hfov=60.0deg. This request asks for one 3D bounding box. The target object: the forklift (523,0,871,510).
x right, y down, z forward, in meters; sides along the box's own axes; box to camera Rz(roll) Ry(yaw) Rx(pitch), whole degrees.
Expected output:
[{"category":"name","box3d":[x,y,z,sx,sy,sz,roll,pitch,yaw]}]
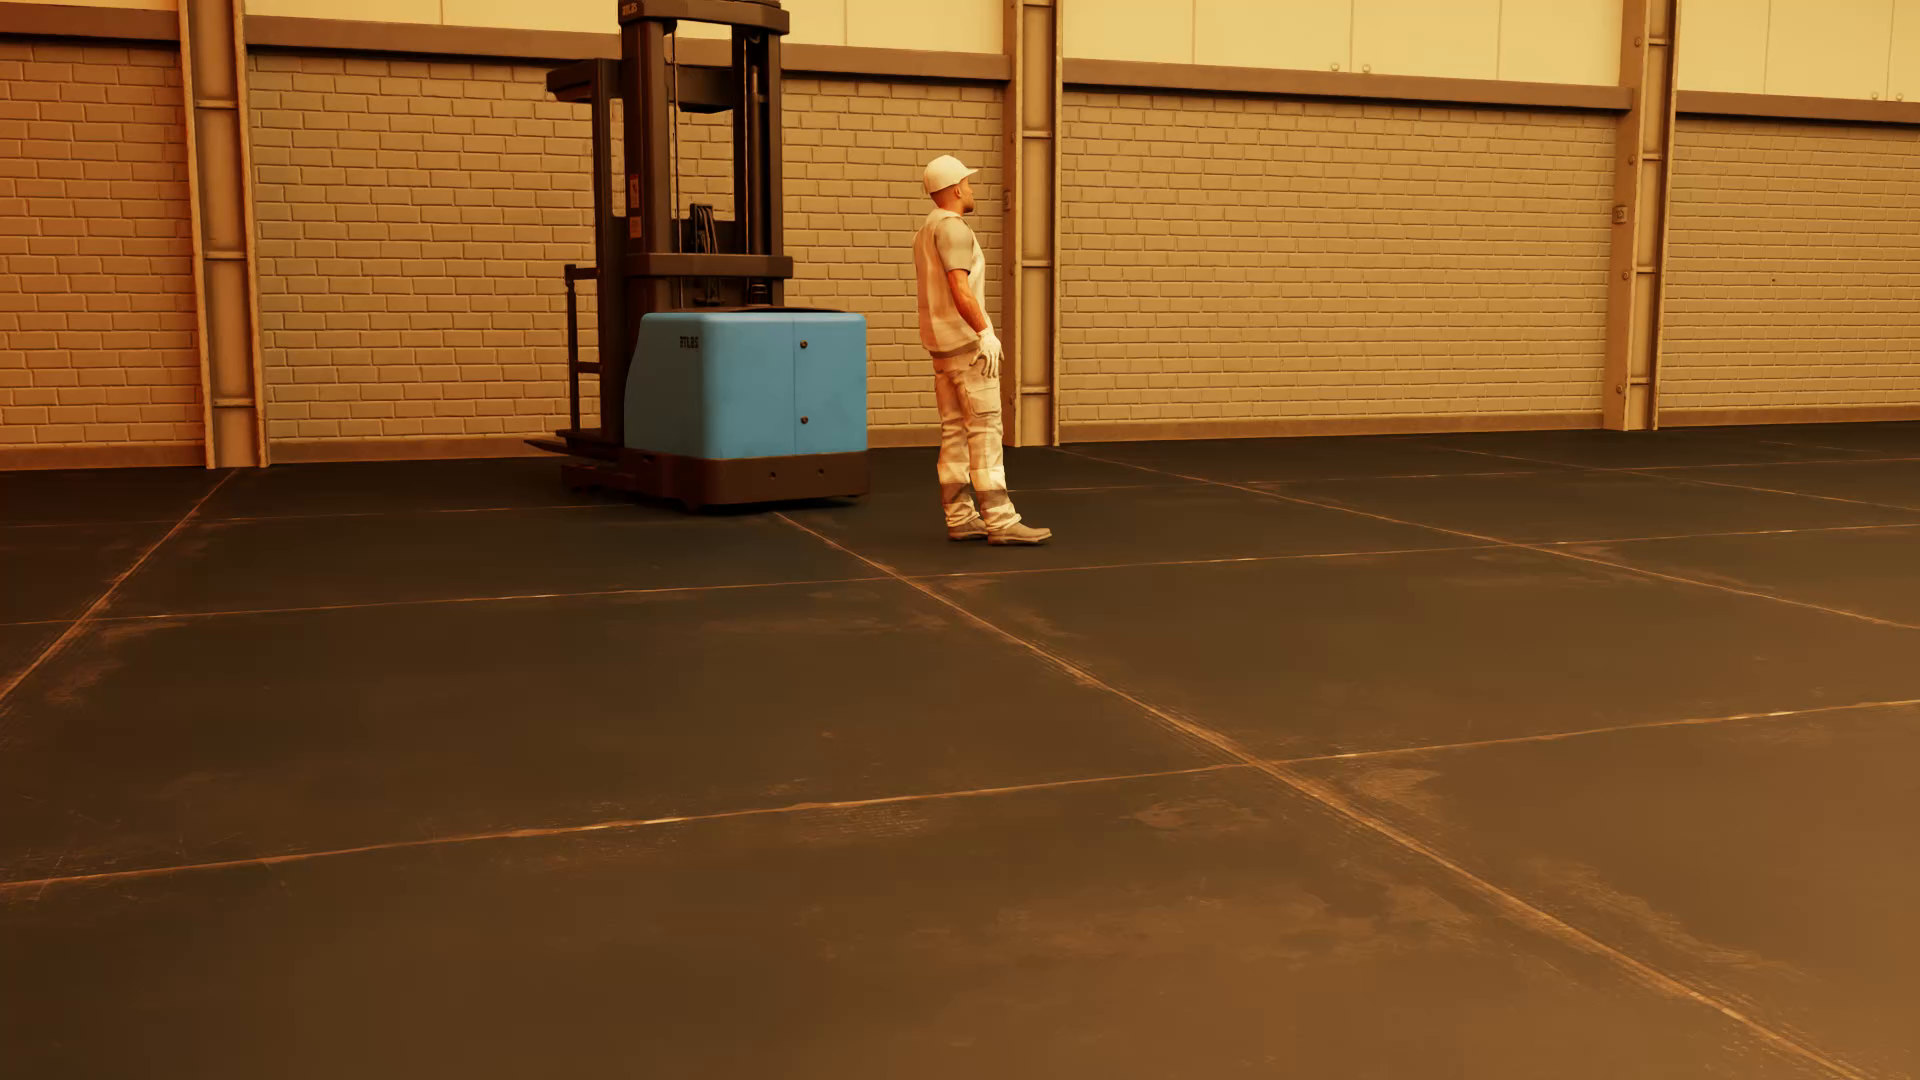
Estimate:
[{"category":"forklift","box3d":[-1.780,-1.766,10.033,1.130,2.935,3.031,-6,10,-36]}]

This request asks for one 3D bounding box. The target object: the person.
[{"category":"person","box3d":[0.080,-0.895,7.816,0.564,1.787,0.638,-3,8,-18]}]
